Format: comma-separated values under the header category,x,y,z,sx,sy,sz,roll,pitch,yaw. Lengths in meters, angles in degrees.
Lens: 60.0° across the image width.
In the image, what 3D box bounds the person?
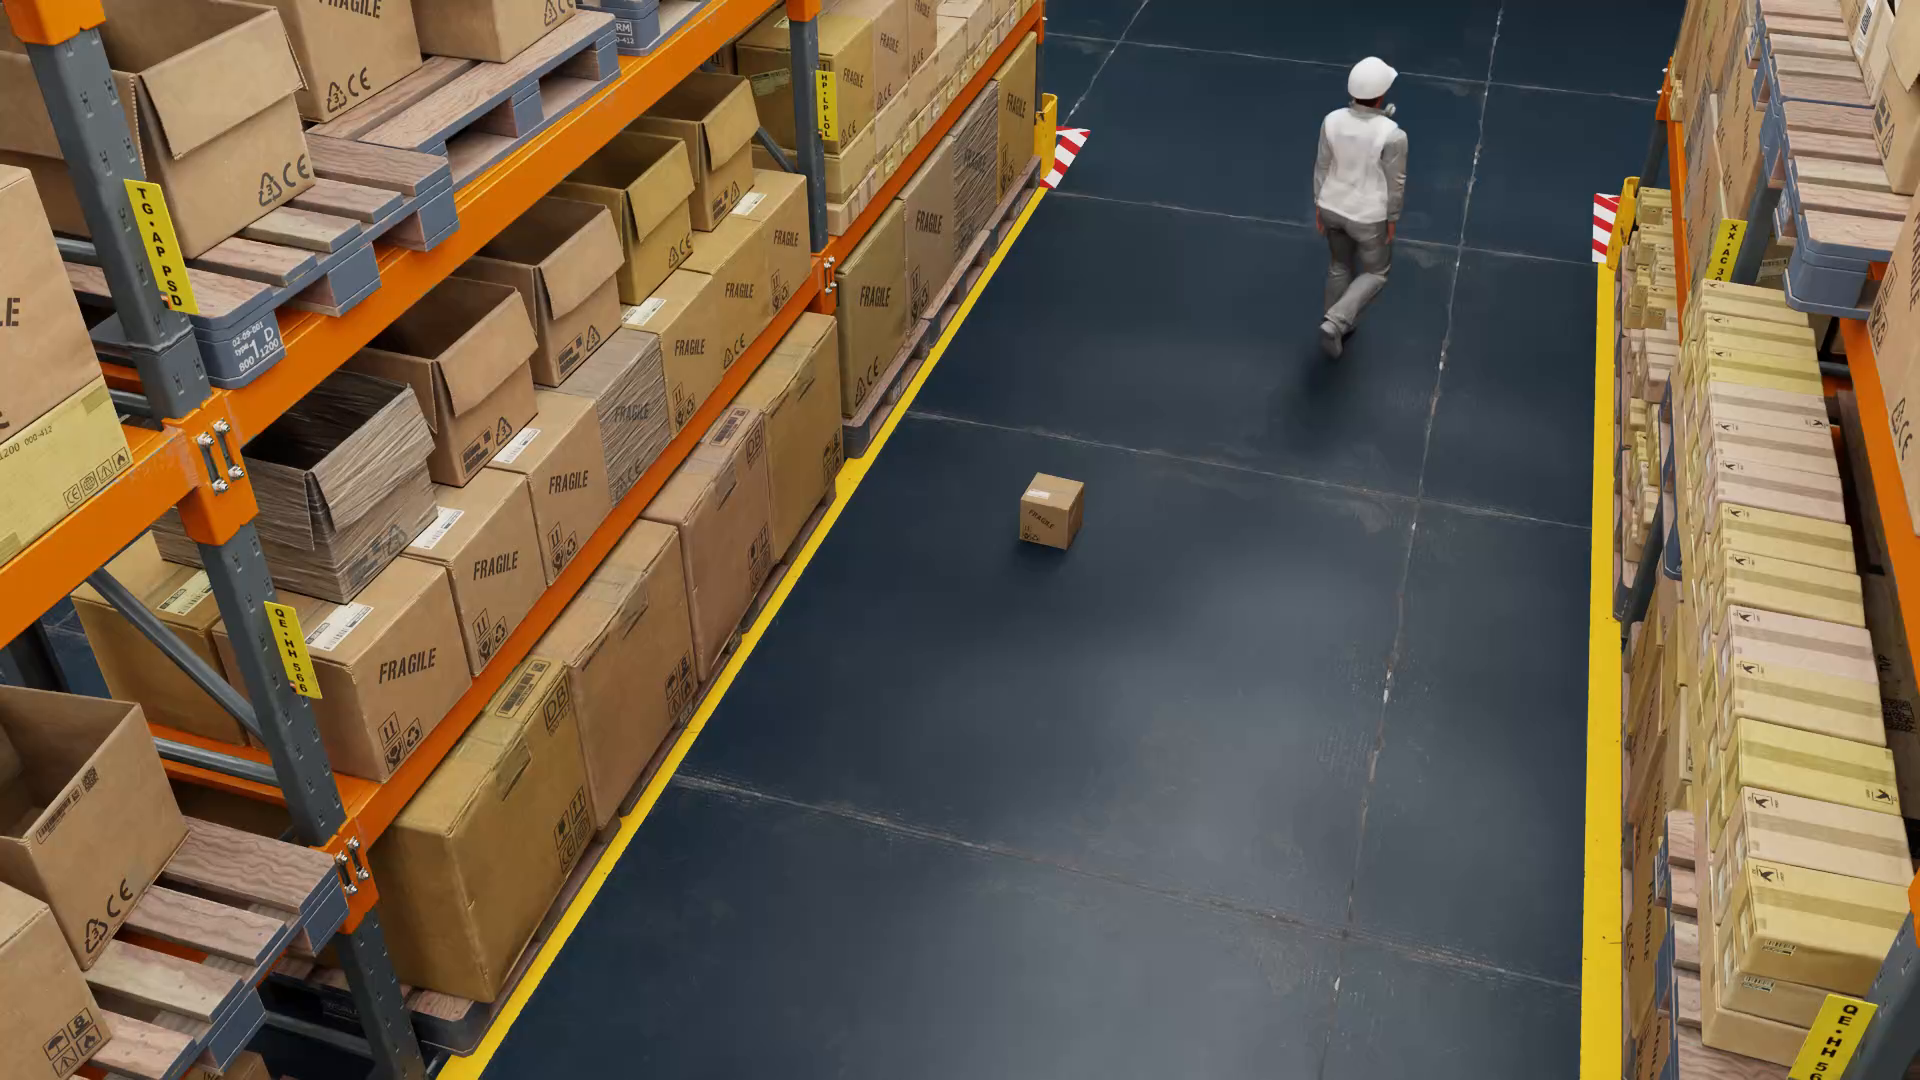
category,x,y,z,sx,sy,sz,roll,pitch,yaw
person,2.207,-1.842,9.309,0.527,1.753,0.664,28,45,32
